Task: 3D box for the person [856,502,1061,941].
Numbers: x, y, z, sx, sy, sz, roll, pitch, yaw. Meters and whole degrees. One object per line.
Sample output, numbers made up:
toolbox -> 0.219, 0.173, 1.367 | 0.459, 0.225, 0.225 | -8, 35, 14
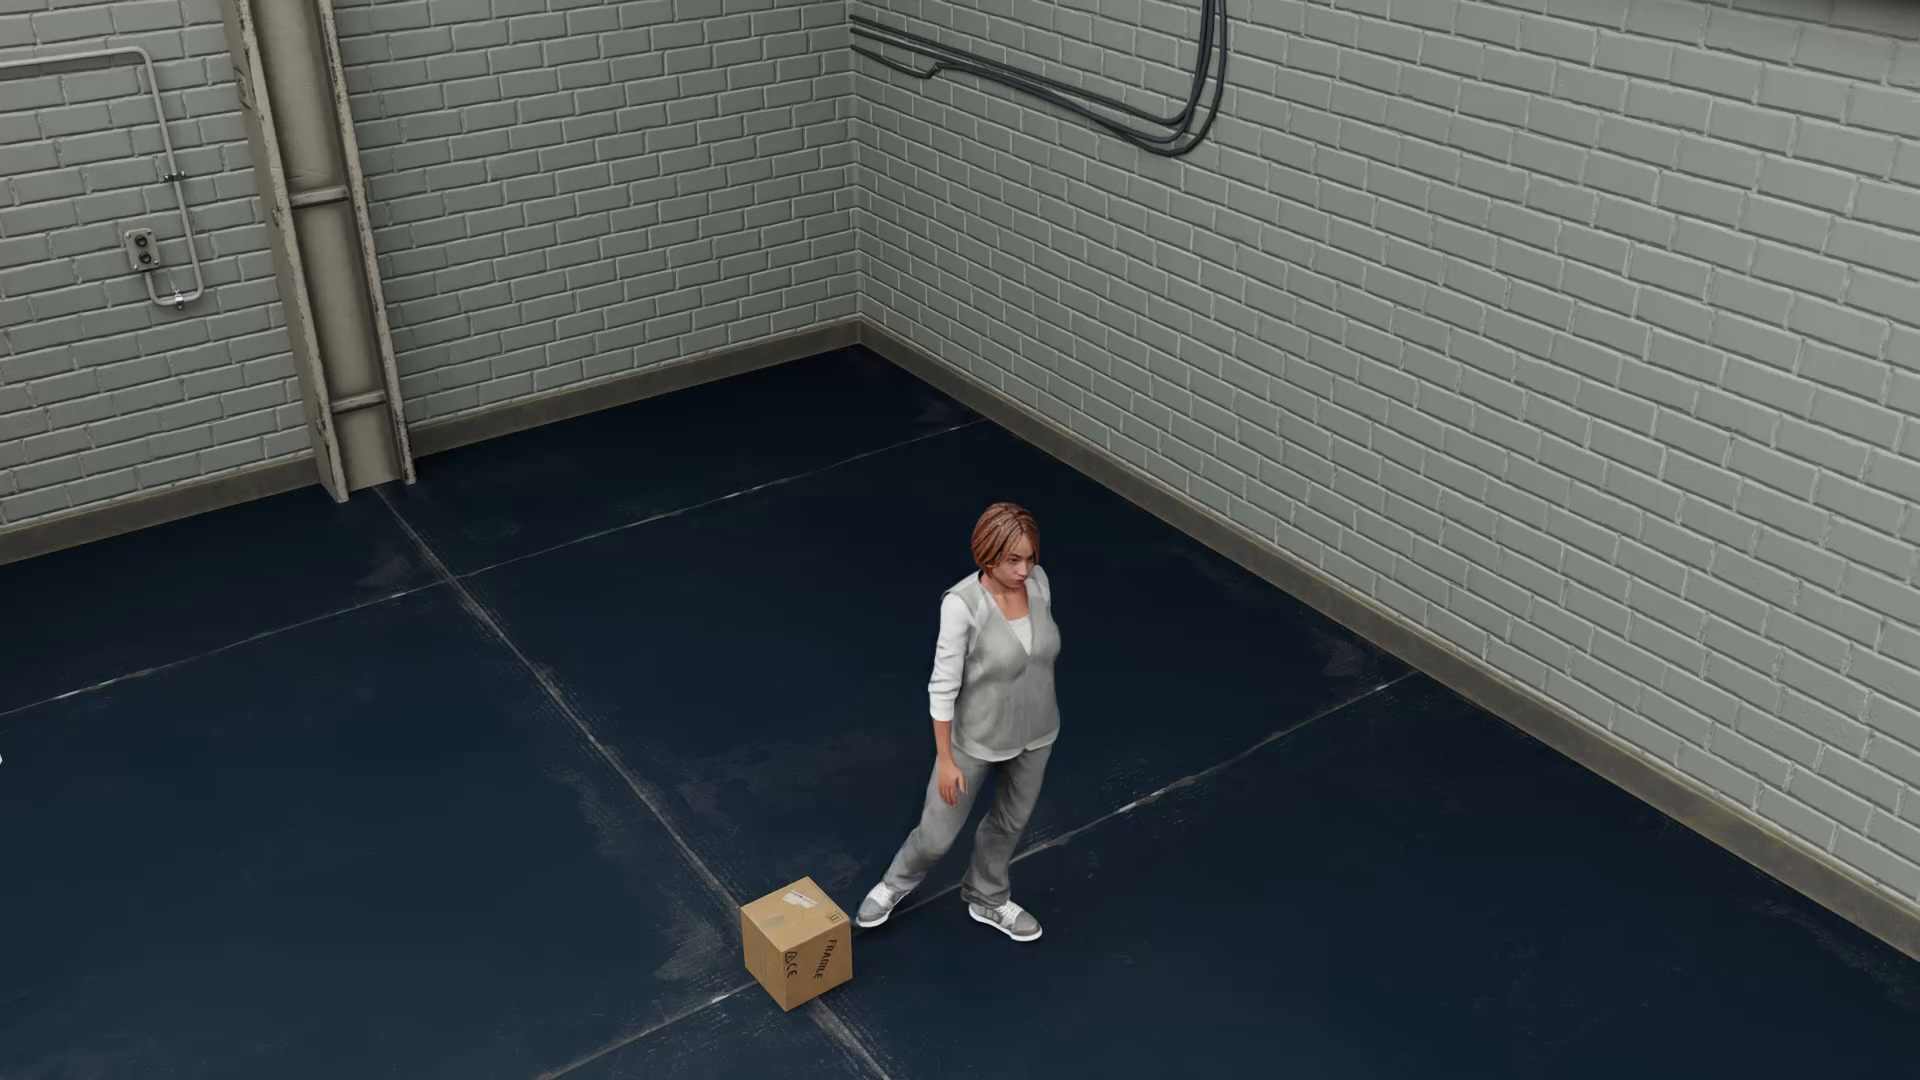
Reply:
person -> -0.006, 0.596, 5.055 | 0.597, 1.590, 0.454 | -16, 33, -26
